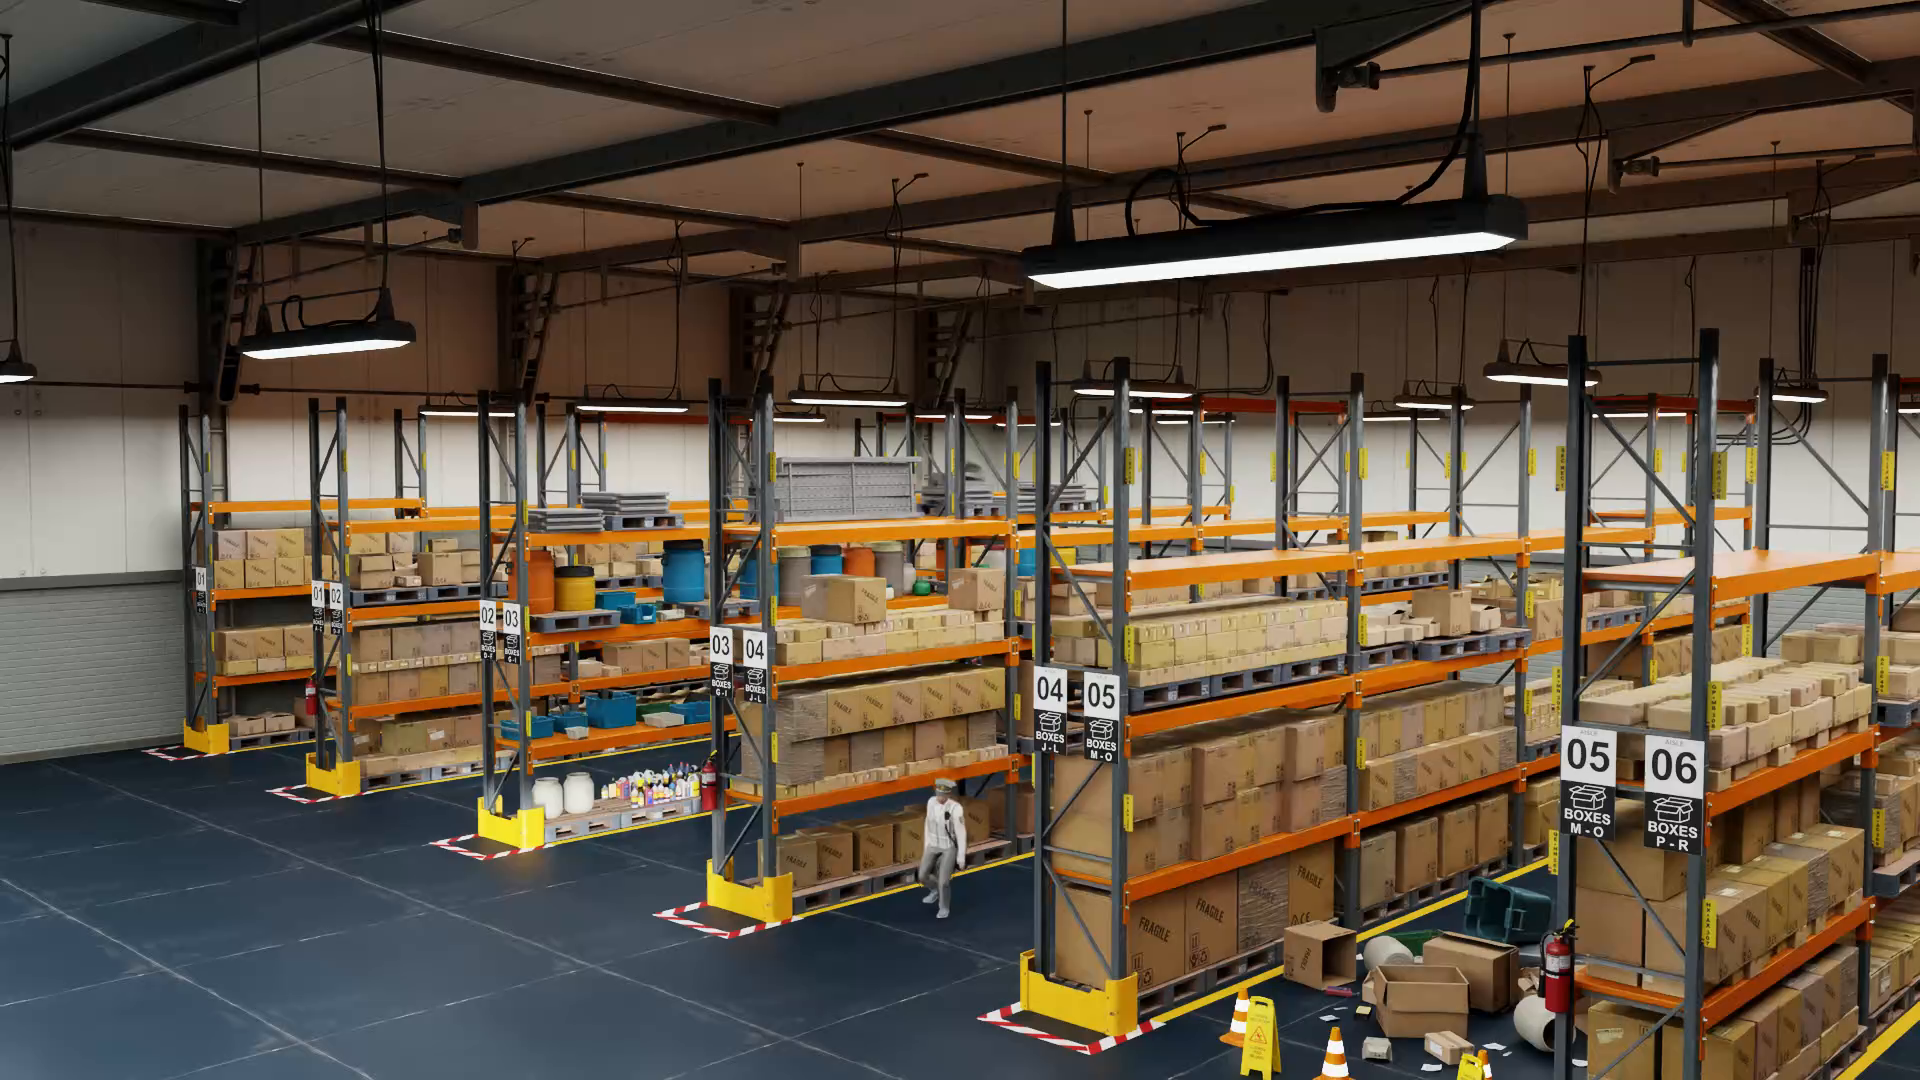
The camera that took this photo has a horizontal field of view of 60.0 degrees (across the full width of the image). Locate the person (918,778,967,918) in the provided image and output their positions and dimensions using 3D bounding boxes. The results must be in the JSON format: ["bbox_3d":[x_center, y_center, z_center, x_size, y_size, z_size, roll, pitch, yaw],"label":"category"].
[{"bbox_3d":[-0.183,3.392,18.401,0.720,1.589,0.627,2,3,30],"label":"person"}]
